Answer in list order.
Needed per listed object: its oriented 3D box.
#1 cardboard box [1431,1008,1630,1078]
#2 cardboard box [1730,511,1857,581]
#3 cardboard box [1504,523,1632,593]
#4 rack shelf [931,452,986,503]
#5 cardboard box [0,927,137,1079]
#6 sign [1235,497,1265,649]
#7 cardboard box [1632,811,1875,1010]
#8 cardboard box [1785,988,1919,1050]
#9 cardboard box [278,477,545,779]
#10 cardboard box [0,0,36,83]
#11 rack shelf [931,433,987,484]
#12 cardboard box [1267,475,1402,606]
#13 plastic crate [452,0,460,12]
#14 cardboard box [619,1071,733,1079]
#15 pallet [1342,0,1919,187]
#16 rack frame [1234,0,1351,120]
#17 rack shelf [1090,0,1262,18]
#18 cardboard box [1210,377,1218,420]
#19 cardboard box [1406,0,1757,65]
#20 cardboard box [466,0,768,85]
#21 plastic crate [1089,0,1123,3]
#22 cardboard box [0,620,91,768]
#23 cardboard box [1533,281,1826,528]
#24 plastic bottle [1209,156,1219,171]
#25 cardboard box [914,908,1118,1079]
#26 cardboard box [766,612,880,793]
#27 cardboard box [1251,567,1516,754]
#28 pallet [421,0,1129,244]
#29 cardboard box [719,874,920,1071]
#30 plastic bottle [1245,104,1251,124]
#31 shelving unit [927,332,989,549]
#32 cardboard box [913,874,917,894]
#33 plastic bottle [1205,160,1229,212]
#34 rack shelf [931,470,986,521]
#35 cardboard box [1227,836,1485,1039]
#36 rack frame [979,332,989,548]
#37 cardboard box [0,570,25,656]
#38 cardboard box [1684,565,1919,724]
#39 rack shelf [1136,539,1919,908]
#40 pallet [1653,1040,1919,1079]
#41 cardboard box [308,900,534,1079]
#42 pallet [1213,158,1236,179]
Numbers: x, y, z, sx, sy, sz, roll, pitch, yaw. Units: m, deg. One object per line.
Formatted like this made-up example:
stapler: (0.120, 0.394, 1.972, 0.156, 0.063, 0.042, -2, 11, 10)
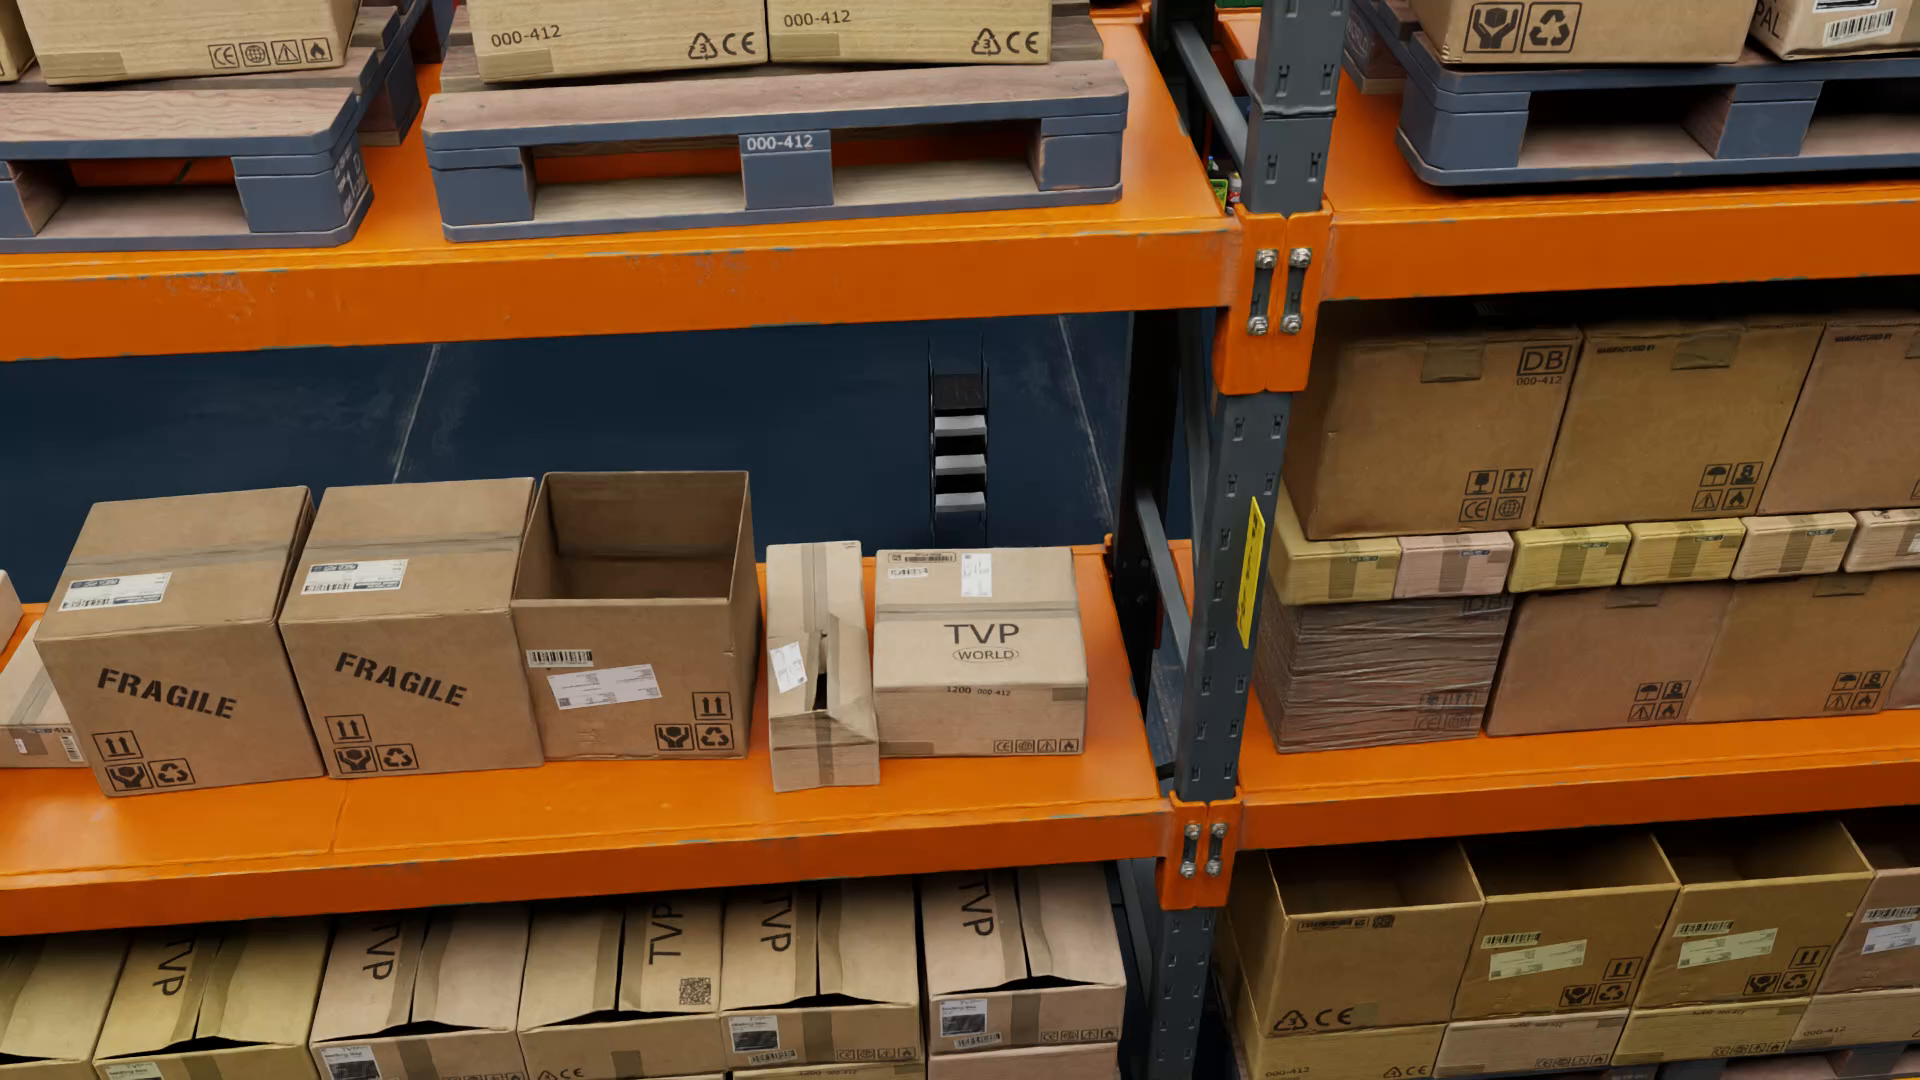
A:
cardboard box: (1.516, 1.209, 4.677, 0.500, 0.250, 0.500, -3, 38, -4)
cardboard box: (1.831, -0.089, 3.836, 0.250, 0.149, 0.380, -4, 38, -5)
cardboard box: (1.321, -0.061, 3.801, 0.250, 0.149, 0.380, -4, 38, -5)
rack shelf: (-0.008, -0.256, 6.547, 0.200, 0.077, 0.258, -3, 38, -4)
cardboard box: (-2.385, 1.190, 4.249, 0.500, 0.311, 0.500, -4, 38, -5)
sign: (0.587, 0.068, 3.371, 0.005, 0.325, 0.100, -3, 38, -4)
cardboard box: (2.015, 0.890, 4.475, 0.500, 0.500, 0.500, -3, 38, -4)
cardboard box: (2.512, 1.154, 4.747, 0.500, 0.250, 0.500, -3, 38, -4)
cardboard box: (-1.261, 0.206, 3.986, 0.500, 0.500, 0.500, -3, 38, -4)
cardboard box: (-1.917, -1.031, 2.995, 0.500, 0.250, 0.500, -4, 38, -5)
rack shelf: (-0.008, -0.327, 6.491, 0.200, 0.077, 0.258, -3, 38, -4)
cardboard box: (0.814, -0.032, 3.764, 0.250, 0.149, 0.380, -3, 38, -4)
plastic crate: (-2.254, -2.605, 7.578, 0.583, 0.464, 0.402, -3, 38, -4)
cardboard box: (-0.872, 1.328, 4.525, 0.500, 0.250, 0.500, -2, 38, -3)
pallet: (1.376, -1.048, 3.307, 1.213, 0.211, 1.003, -3, 38, -4)
rack frame: (0.529, -2.198, 2.271, 0.127, 3.000, 1.000, -3, 38, -4)
rack shelf: (2.086, -2.726, 8.365, 4.000, 0.370, 1.077, -3, 38, -4)
cardboard box: (0.781, -0.284, 4.084, 0.250, 0.149, 0.380, -3, 38, -4)
cardboard box: (1.054, -1.144, 2.824, 0.500, 0.500, 0.500, 0, 38, 0)
cardboard box: (-0.632, -1.067, 3.041, 0.500, 0.250, 0.500, -7, 39, -8)
plastic crate: (0.627, -2.825, 7.959, 0.504, 0.338, 0.767, -3, 38, -4)
cardboard box: (-2.190, 0.371, 4.061, 0.250, 0.149, 0.380, 0, 38, -1)
cardboard box: (1.474, -0.448, 3.768, 0.500, 0.500, 0.700, -3, 38, -4)
plastic bottle: (1.266, -1.830, 8.496, 0.097, 0.271, 0.097, 0, 38, 0)
cardboard box: (0.142, 1.273, 4.595, 0.500, 0.250, 0.500, -3, 38, -4)
cardboard box: (-0.330, 0.372, 3.966, 0.258, 0.266, 0.396, -4, 38, -5)
cardboard box: (0.971, 0.090, 4.134, 0.500, 0.500, 0.700, -4, 38, -5)
pallet: (-0.348, -0.889, 3.188, 1.217, 0.209, 0.805, -5, 39, -6)
cardboard box: (-0.367, 1.083, 4.384, 0.500, 0.311, 0.500, -2, 38, -3)
plastic bottle: (1.602, -2.278, 9.062, 0.097, 0.271, 0.097, 0, 38, 0)
shelving unit: (-0.008, -0.353, 6.471, 0.210, 0.900, 0.258, -3, 38, -4)
cardboard box: (0.095, 0.721, 4.843, 0.500, 0.311, 0.500, -3, 38, -4)
plastic bottle: (1.291, -1.787, 8.431, 0.133, 0.283, 0.061, -2, 38, -2)
rack shelf: (-0.008, -0.185, 6.603, 0.200, 0.077, 0.258, -3, 38, -4)
cardboard box: (1.019, 0.945, 4.406, 0.500, 0.500, 0.500, -3, 38, -4)
rack frame: (0.093, -0.358, 6.478, 0.006, 0.900, 0.240, -3, 38, -4)
cardboard box: (-2.584, 0.256, 4.207, 0.250, 0.149, 0.380, -3, 38, -4)
cardboard box: (1.995, 0.032, 4.207, 0.500, 0.500, 0.700, -3, 38, -3)
rack shelf: (2.521, 0.330, 4.491, 4.000, 0.370, 1.077, -3, 38, -4)
pallet: (2.543, 1.165, 5.103, 1.213, 0.211, 1.003, -3, 38, -4)
cardboard box: (-1.365, 1.134, 4.319, 0.500, 0.311, 0.500, -4, 38, -5)
pallet: (1.985, -1.884, 8.968, 1.213, 0.211, 1.003, -3, 38, -4)
